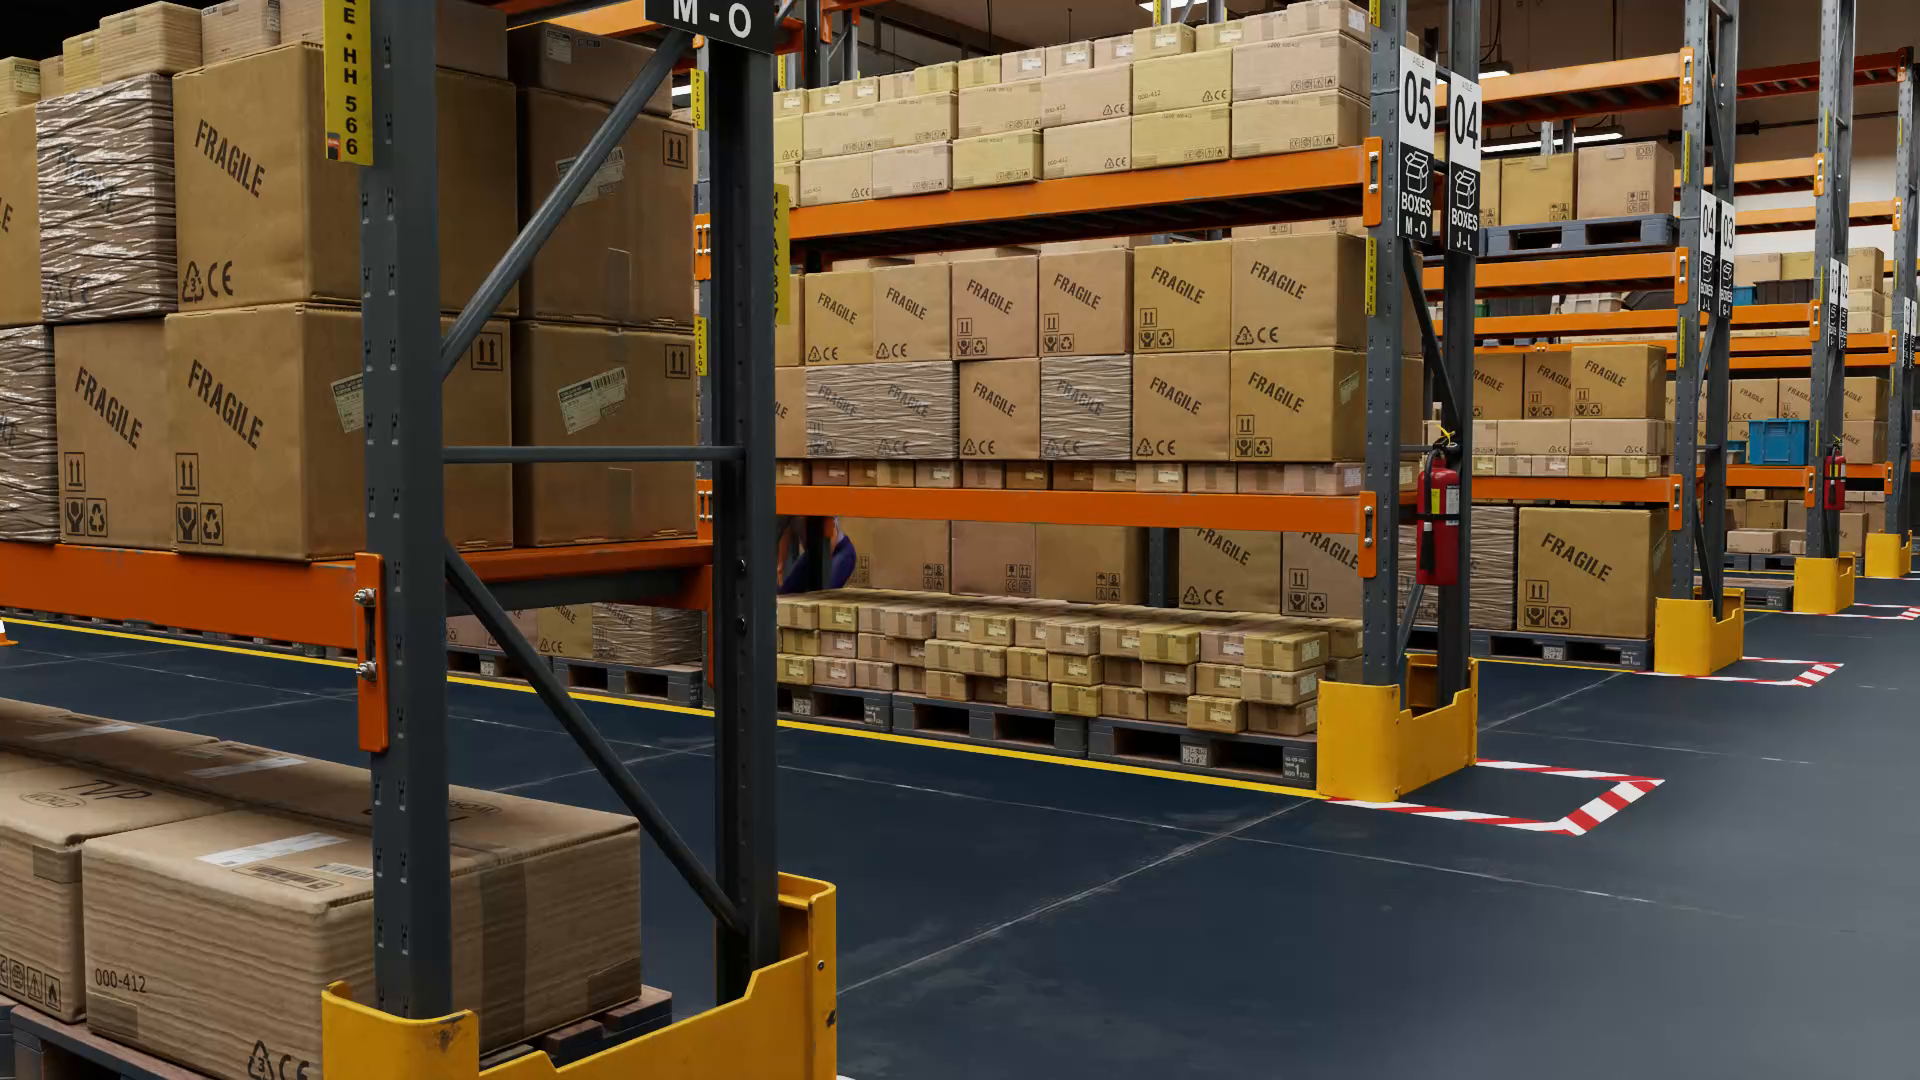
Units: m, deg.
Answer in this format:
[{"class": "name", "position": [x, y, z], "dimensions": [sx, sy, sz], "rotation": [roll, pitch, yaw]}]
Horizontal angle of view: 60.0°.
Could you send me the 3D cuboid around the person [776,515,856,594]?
[{"class": "person", "position": [-1.050, 0.160, 12.267], "dimensions": [0.536, 1.340, 0.673], "rotation": [2, 4, 36]}]
